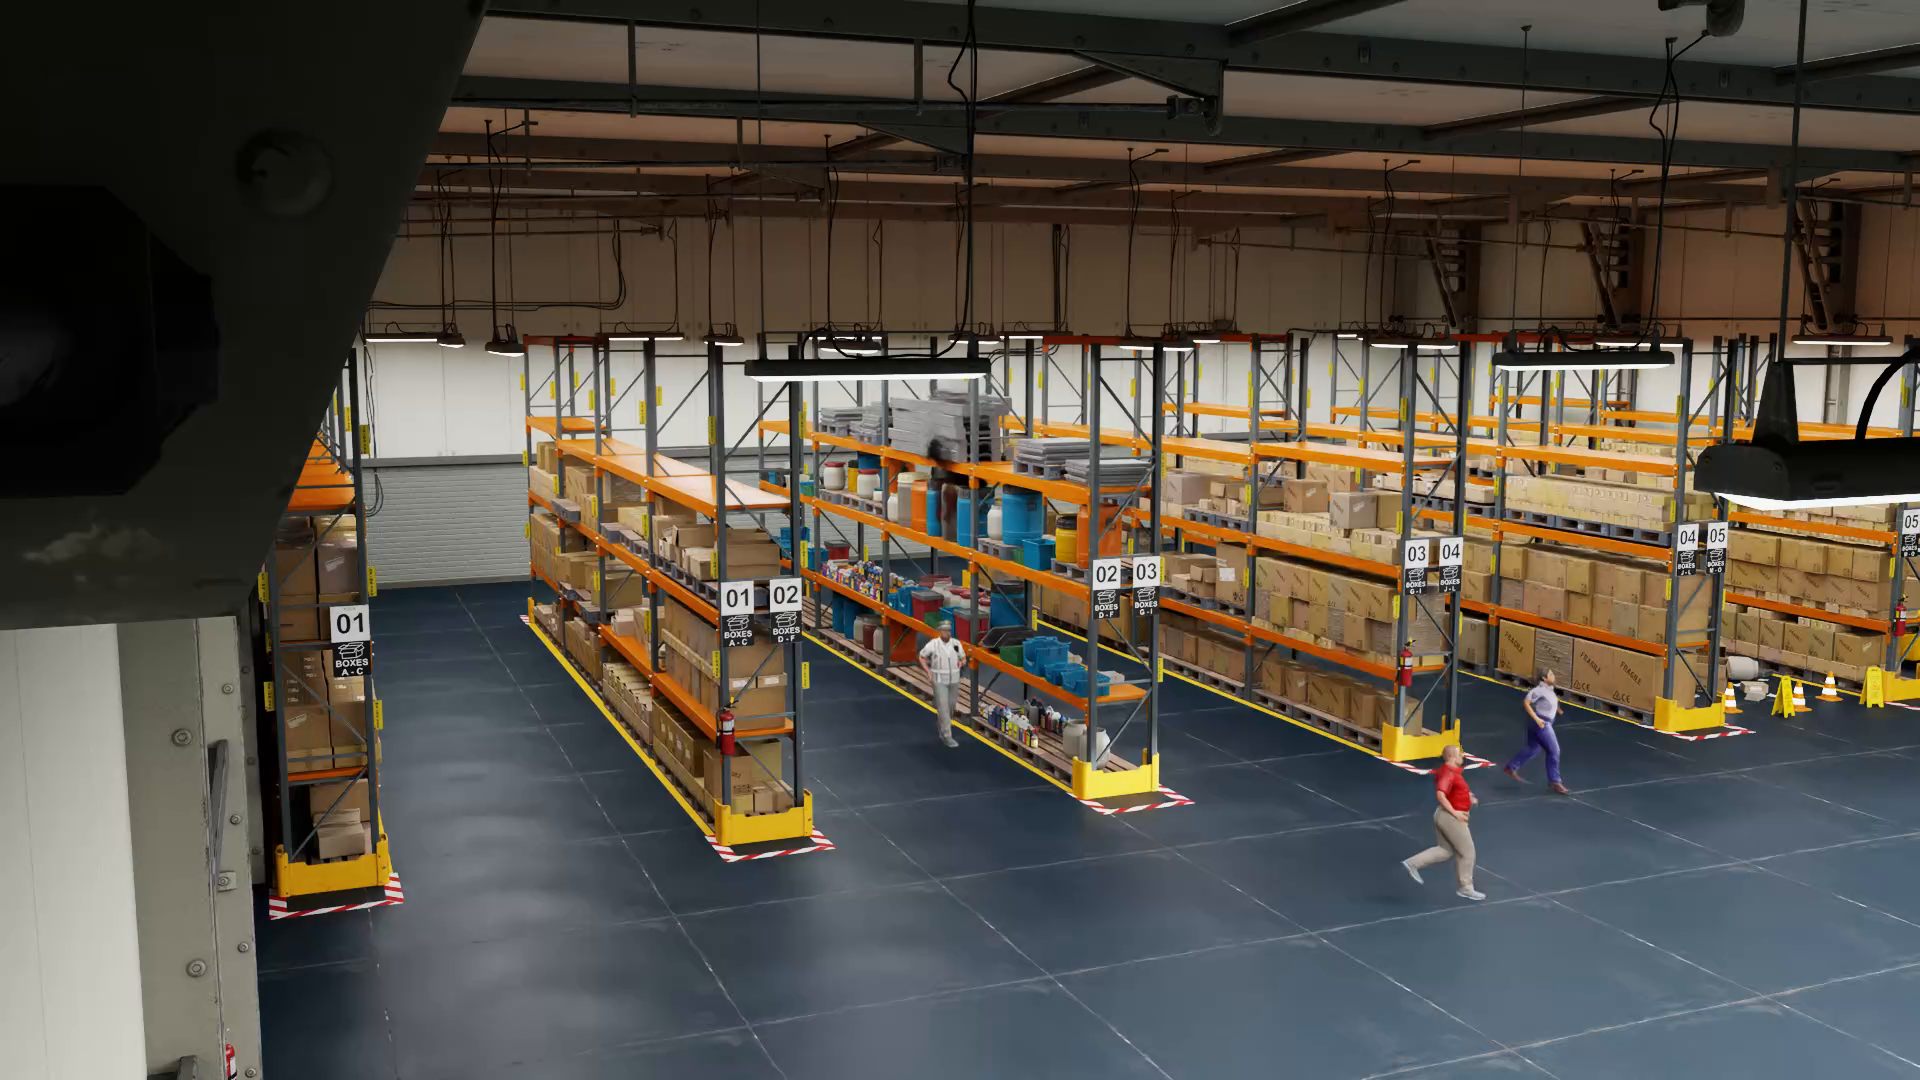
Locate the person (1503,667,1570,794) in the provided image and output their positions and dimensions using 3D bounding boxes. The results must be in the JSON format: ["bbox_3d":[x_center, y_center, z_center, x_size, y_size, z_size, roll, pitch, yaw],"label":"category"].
[{"bbox_3d":[7.823,2.531,22.470,0.852,1.673,0.612,3,8,18],"label":"person"}]

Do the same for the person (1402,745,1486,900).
[{"bbox_3d":[5.344,3.091,18.194,0.878,1.726,0.663,0,8,2],"label":"person"}]

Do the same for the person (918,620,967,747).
[{"bbox_3d":[-0.203,2.036,23.773,0.672,1.819,0.901,-3,8,-25],"label":"person"}]
